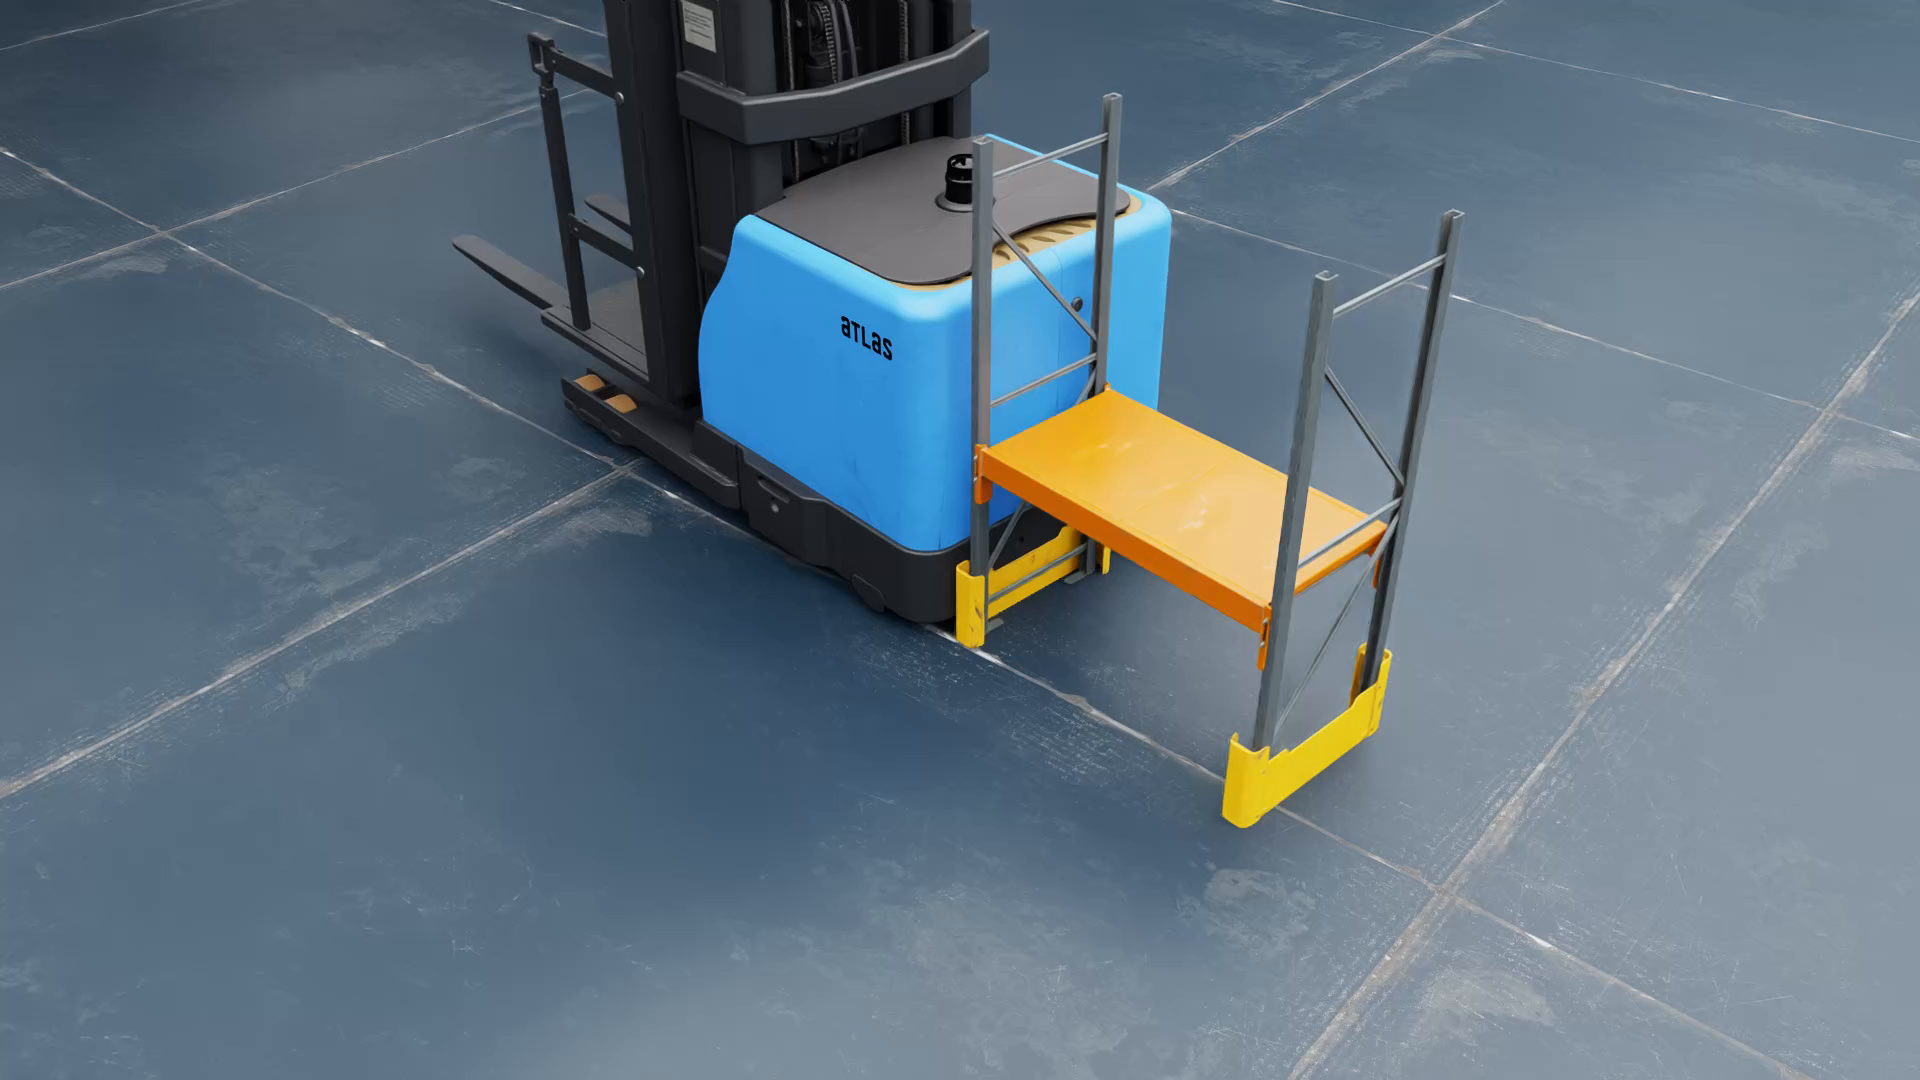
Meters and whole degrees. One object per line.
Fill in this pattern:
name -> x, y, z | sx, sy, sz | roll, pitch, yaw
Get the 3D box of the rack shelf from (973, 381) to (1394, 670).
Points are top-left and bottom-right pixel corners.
rack shelf -> 0.568, -0.071, 4.346 | 0.538, 0.185, 1.000 | -28, 43, -34

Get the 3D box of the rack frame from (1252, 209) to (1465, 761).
rack frame -> 0.913, -0.008, 3.937 | 0.500, 1.500, 0.032 | -28, 43, -34

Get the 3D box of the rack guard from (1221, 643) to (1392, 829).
rack guard -> 0.900, 0.499, 4.302 | 0.587, 0.250, 0.087 | -28, 43, -34

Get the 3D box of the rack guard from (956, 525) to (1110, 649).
rack guard -> 0.223, 0.085, 4.905 | 0.587, 0.250, 0.087 | -28, 43, -34

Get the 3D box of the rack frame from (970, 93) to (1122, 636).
rack frame -> 0.223, -0.430, 4.552 | 0.500, 1.500, 0.032 | -28, 43, -34

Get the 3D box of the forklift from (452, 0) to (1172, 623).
forklift -> -0.744, -1.716, 5.159 | 1.130, 2.935, 3.031 | -28, 43, -34

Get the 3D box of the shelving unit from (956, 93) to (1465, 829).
shelving unit -> 0.562, -0.223, 4.250 | 0.587, 1.500, 1.083 | -28, 43, -34
